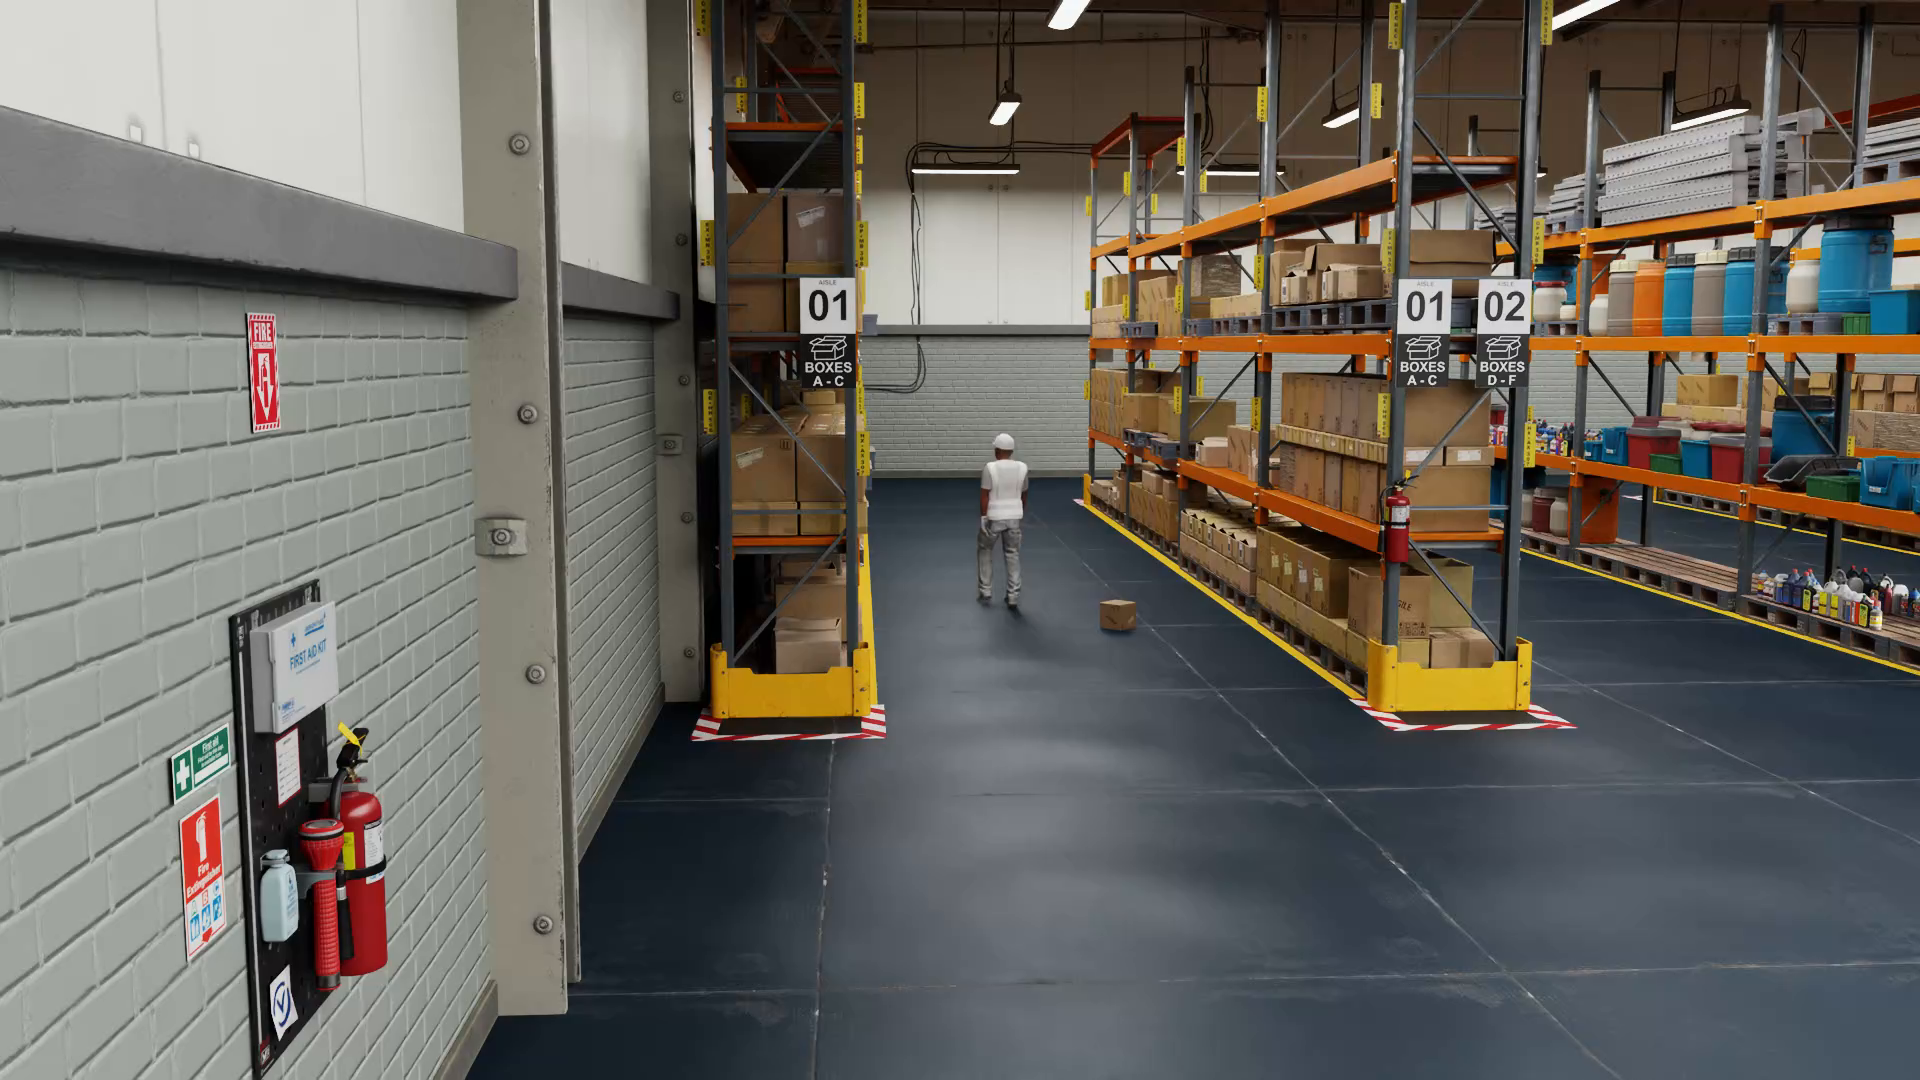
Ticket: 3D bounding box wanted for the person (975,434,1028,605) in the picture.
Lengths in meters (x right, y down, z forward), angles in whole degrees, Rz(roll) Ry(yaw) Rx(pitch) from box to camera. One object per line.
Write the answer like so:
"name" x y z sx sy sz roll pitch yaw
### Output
"person" 0.432 -0.197 17.387 0.565 1.835 0.667 -2 7 -17
